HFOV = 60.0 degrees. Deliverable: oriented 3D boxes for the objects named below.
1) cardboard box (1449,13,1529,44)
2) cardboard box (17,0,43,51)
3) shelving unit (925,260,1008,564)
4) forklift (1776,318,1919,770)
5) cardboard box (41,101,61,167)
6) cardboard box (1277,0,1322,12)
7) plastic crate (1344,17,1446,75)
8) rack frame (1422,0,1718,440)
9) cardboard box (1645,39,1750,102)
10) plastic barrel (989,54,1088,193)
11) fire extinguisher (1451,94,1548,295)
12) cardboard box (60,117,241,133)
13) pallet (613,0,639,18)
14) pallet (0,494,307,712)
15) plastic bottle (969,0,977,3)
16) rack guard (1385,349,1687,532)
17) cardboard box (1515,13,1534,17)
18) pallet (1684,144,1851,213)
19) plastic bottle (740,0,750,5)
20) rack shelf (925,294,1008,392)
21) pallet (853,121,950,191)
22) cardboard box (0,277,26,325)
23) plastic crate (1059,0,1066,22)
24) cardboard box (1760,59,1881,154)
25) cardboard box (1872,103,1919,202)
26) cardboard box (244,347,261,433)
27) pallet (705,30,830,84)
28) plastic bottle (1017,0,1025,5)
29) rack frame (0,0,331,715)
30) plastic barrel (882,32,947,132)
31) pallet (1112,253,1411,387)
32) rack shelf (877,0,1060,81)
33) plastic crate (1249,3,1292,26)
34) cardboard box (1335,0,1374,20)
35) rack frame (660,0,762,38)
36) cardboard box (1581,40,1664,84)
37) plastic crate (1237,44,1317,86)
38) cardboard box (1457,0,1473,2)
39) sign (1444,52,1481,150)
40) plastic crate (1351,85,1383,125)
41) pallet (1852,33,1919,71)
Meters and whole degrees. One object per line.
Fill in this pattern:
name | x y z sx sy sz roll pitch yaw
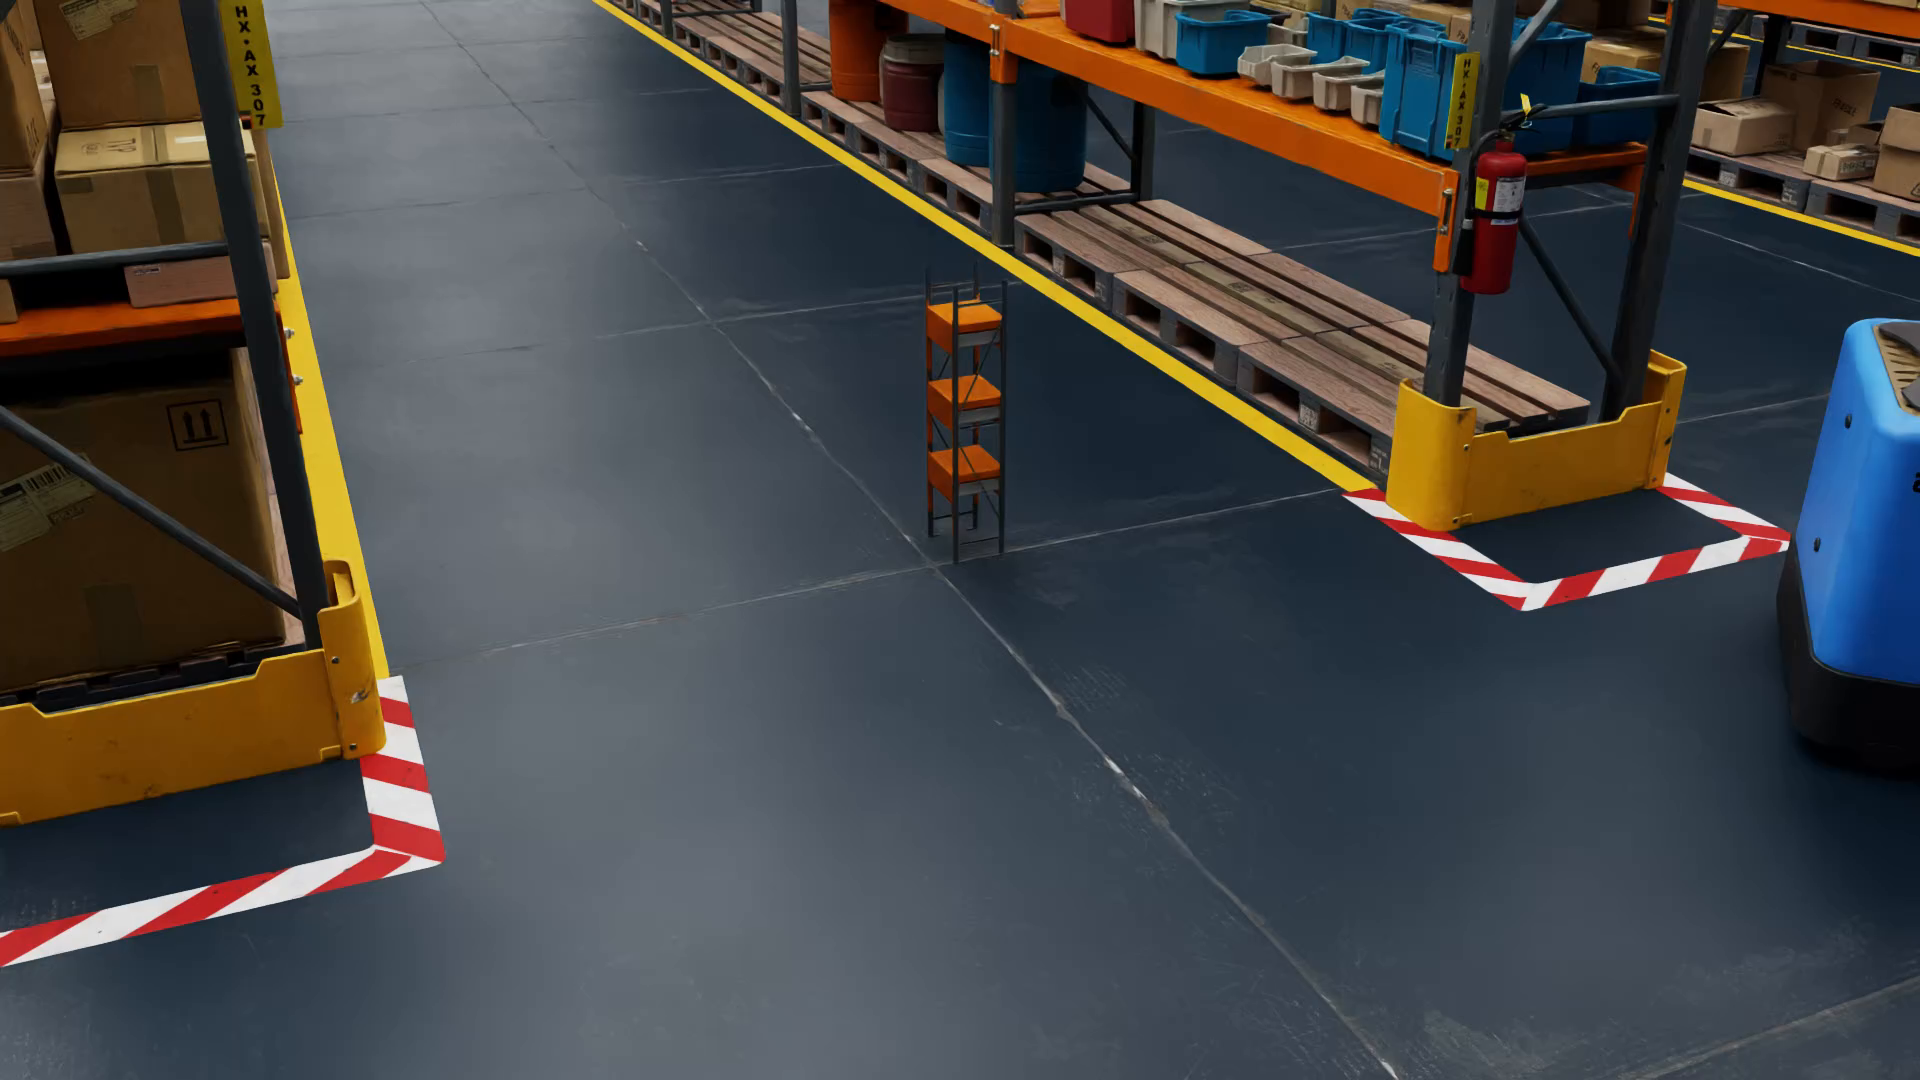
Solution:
cardboard box | 4.192 -3.844 13.052 0.500 0.500 0.500 -12 28 -22
cardboard box | -3.539 -2.067 6.042 0.500 0.500 0.500 -11 28 -22
shelving unit | 0.021 -0.450 5.975 0.215 1.050 0.252 -11 28 -21
forklift | 4.050 -0.642 4.225 3.031 2.935 1.130 9 28 19
cardboard box | -2.950 -1.117 4.951 0.500 0.250 0.500 -11 28 -21
cardboard box | 3.234 -5.000 15.089 0.500 0.311 0.500 -10 28 -19
plastic crate | 1.930 -2.186 7.432 0.416 0.233 0.300 -11 28 -21
rack frame | 2.239 -1.547 5.999 1.000 3.000 0.127 -11 28 -21
cardboard box | 5.267 -3.323 11.984 0.500 0.500 0.500 -12 28 -23
plastic barrel | 0.475 -2.630 10.131 0.600 0.901 0.708 -11 28 -21
fire extinguisher | 1.880 -1.206 5.814 0.296 0.674 0.183 -11 28 -21
cardboard box | -2.468 -1.211 5.143 0.500 0.250 0.500 -11 28 -21
pallet | -3.167 -5.910 18.114 1.003 0.211 1.213 -11 28 -21
pallet | -2.703 0.248 5.502 1.003 0.211 1.213 -11 28 -21
plastic bottle | 0.088 -3.298 9.720 0.061 0.283 0.133 -11 28 -21
rack guard | 2.260 -0.416 6.533 1.175 0.500 0.348 -11 28 -21
cardboard box | 4.661 -3.944 13.256 0.500 0.500 0.500 -12 28 -23
pallet | 5.500 -2.481 11.090 1.003 0.211 1.213 -11 28 -21
plastic bottle | -2.182 -5.567 16.841 0.097 0.271 0.097 0 26 0
rack shelf | 0.021 -0.696 5.856 0.215 0.259 0.240 -11 28 -21
pallet | -0.073 -2.721 11.582 1.003 0.211 1.213 -11 28 -21
cardboard box | -2.761 -0.670 4.490 0.380 0.149 0.250 -10 28 -20
plastic crate | 0.723 -2.858 8.916 0.396 0.136 0.243 -11 28 -21
cardboard box | 5.716 -2.904 11.127 0.500 0.500 0.500 -11 28 -21
cardboard box | 5.972 -2.330 9.946 0.797 0.503 0.637 -11 28 -21
cardboard box | -3.348 -0.901 6.620 0.875 0.875 0.875 -11 28 -21
pallet | -1.636 -4.335 14.887 1.003 0.211 1.213 -11 28 -21
plastic bottle | 0.328 -3.205 9.622 0.097 0.201 0.097 0 26 0
rack frame | -2.318 -0.696 4.256 1.000 3.000 0.127 -11 28 -21
plastic barrel | -0.244 -3.231 11.719 0.600 0.588 0.708 -11 28 -21
pallet | 1.478 -1.125 8.314 1.003 0.211 1.213 -11 28 -21
rack shelf | -0.111 -3.646 11.118 1.077 0.370 4.000 -11 28 -21
plastic crate | 1.358 -2.659 8.523 0.437 0.125 0.590 -11 28 -21
cardboard box | 3.581 -4.468 14.329 0.500 0.500 0.500 -9 28 -18
rack frame | -2.460 -6.391 15.921 1.000 3.000 0.127 -11 28 -21
cardboard box | 4.775 -3.236 11.806 0.500 0.500 0.500 -11 28 -21
plastic crate | 1.388 -2.098 7.359 0.298 0.136 0.250 -11 28 -21
cardboard box | 4.273 -4.678 13.906 0.500 0.250 0.500 -9 28 -19
sign | 1.739 -1.519 5.757 0.100 0.325 0.005 -11 28 -21
plastic crate | 1.753 -1.753 6.655 0.396 0.136 0.243 -11 28 -21
pallet | 8.935 -4.403 15.027 1.003 0.211 1.213 -11 28 -21
